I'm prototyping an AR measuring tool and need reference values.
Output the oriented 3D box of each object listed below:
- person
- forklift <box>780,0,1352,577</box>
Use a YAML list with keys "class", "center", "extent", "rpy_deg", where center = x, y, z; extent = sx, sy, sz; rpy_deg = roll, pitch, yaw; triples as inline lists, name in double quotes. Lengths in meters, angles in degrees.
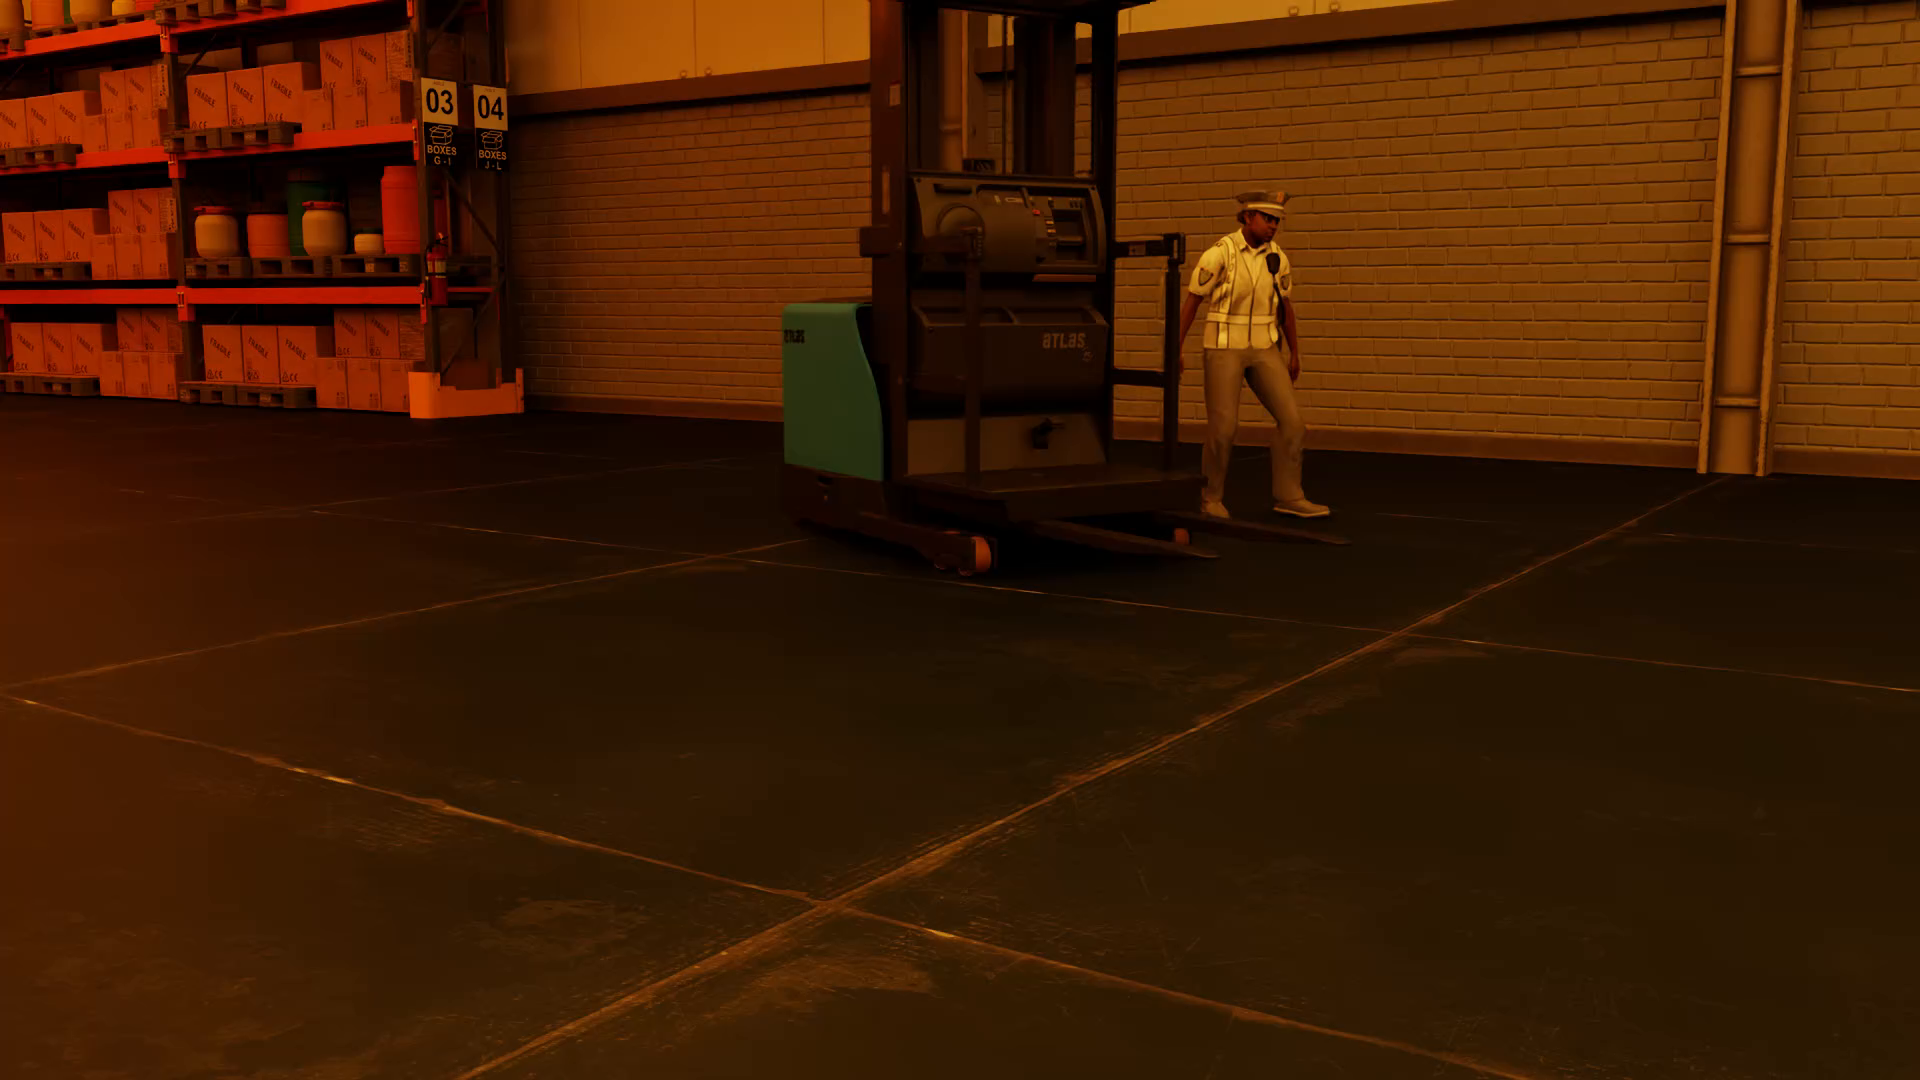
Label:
- class: "person"
  center: [1.450, -0.913, 8.304]
  extent: [0.791, 1.631, 0.411]
  rpy_deg: [-2, 8, -13]
- class: "forklift"
  center: [0.331, -1.378, 6.885]
  extent: [1.130, 2.935, 3.031]
  rpy_deg: [-5, 9, -31]
